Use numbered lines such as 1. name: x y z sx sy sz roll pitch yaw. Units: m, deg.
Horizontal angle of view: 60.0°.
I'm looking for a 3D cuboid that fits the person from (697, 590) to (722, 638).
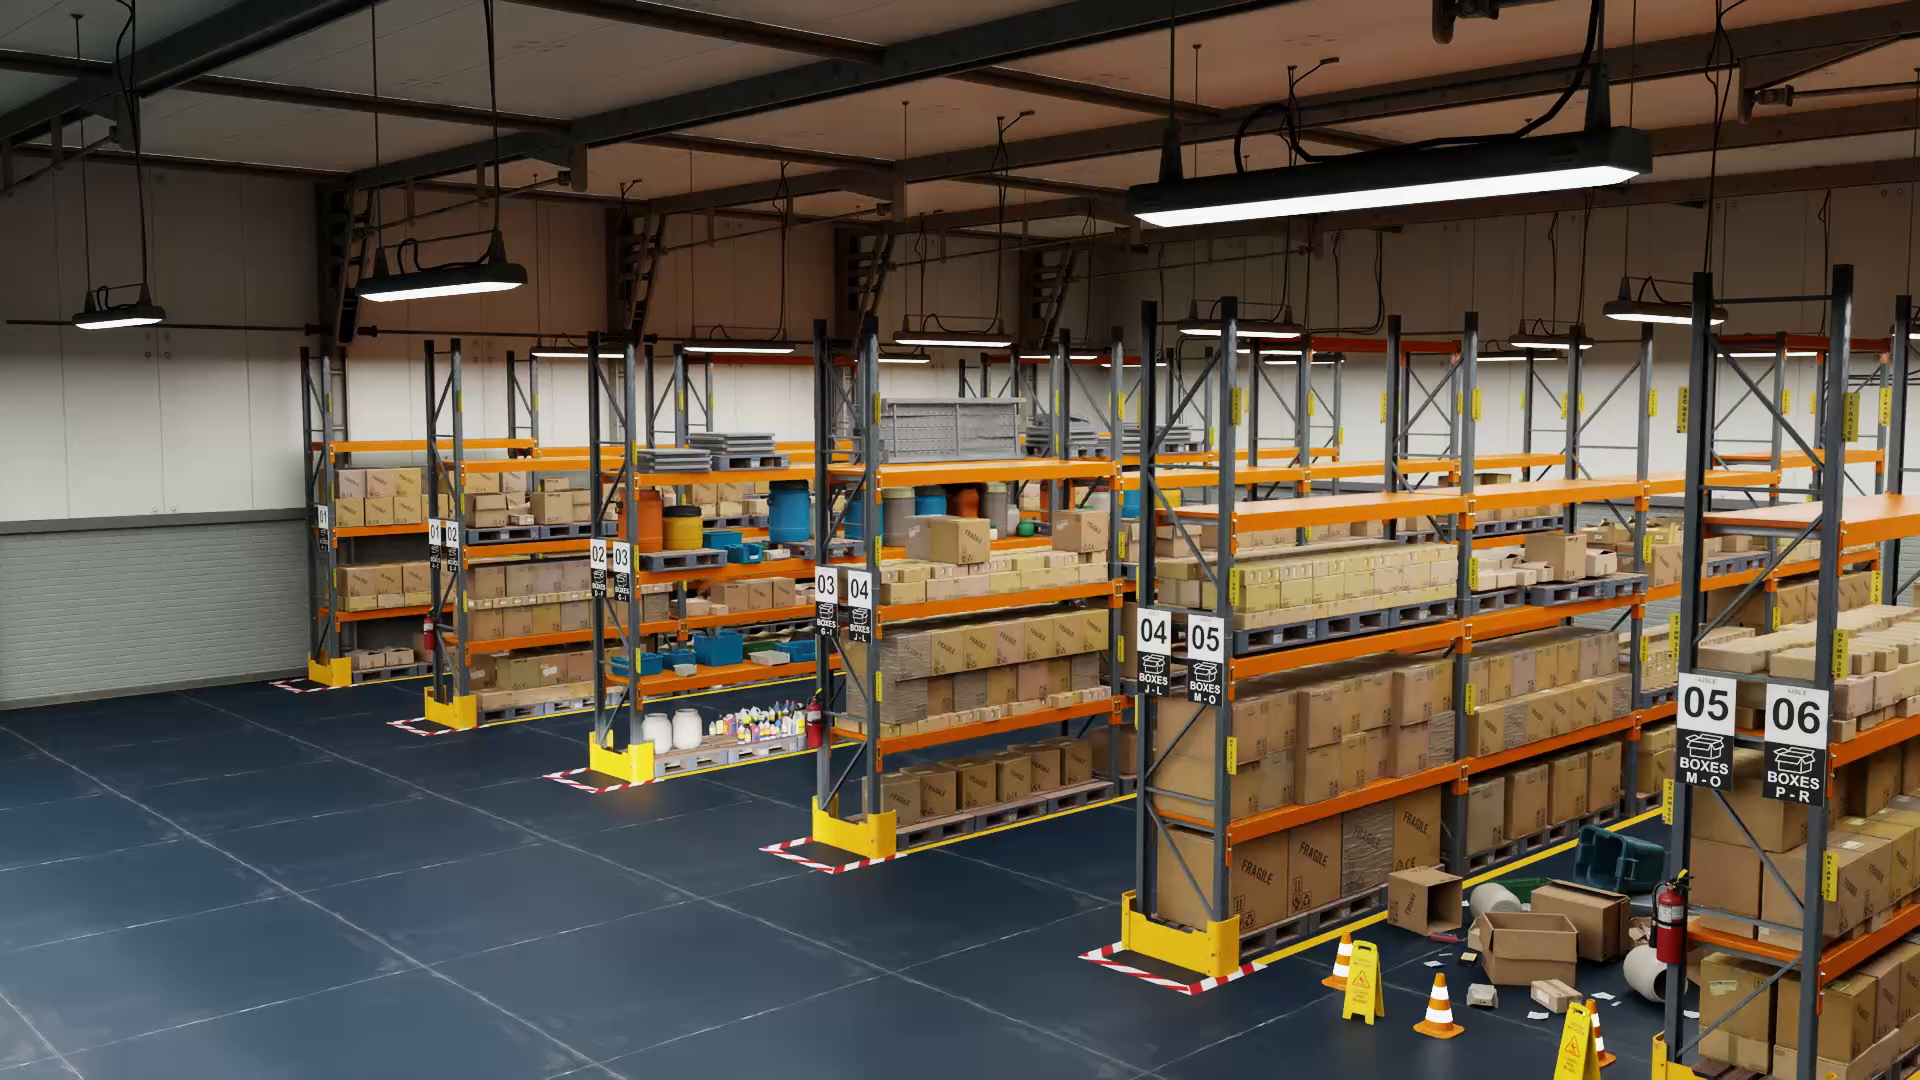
1. person: -4.860 1.639 32.400 0.583 1.363 0.889 1 5 13
